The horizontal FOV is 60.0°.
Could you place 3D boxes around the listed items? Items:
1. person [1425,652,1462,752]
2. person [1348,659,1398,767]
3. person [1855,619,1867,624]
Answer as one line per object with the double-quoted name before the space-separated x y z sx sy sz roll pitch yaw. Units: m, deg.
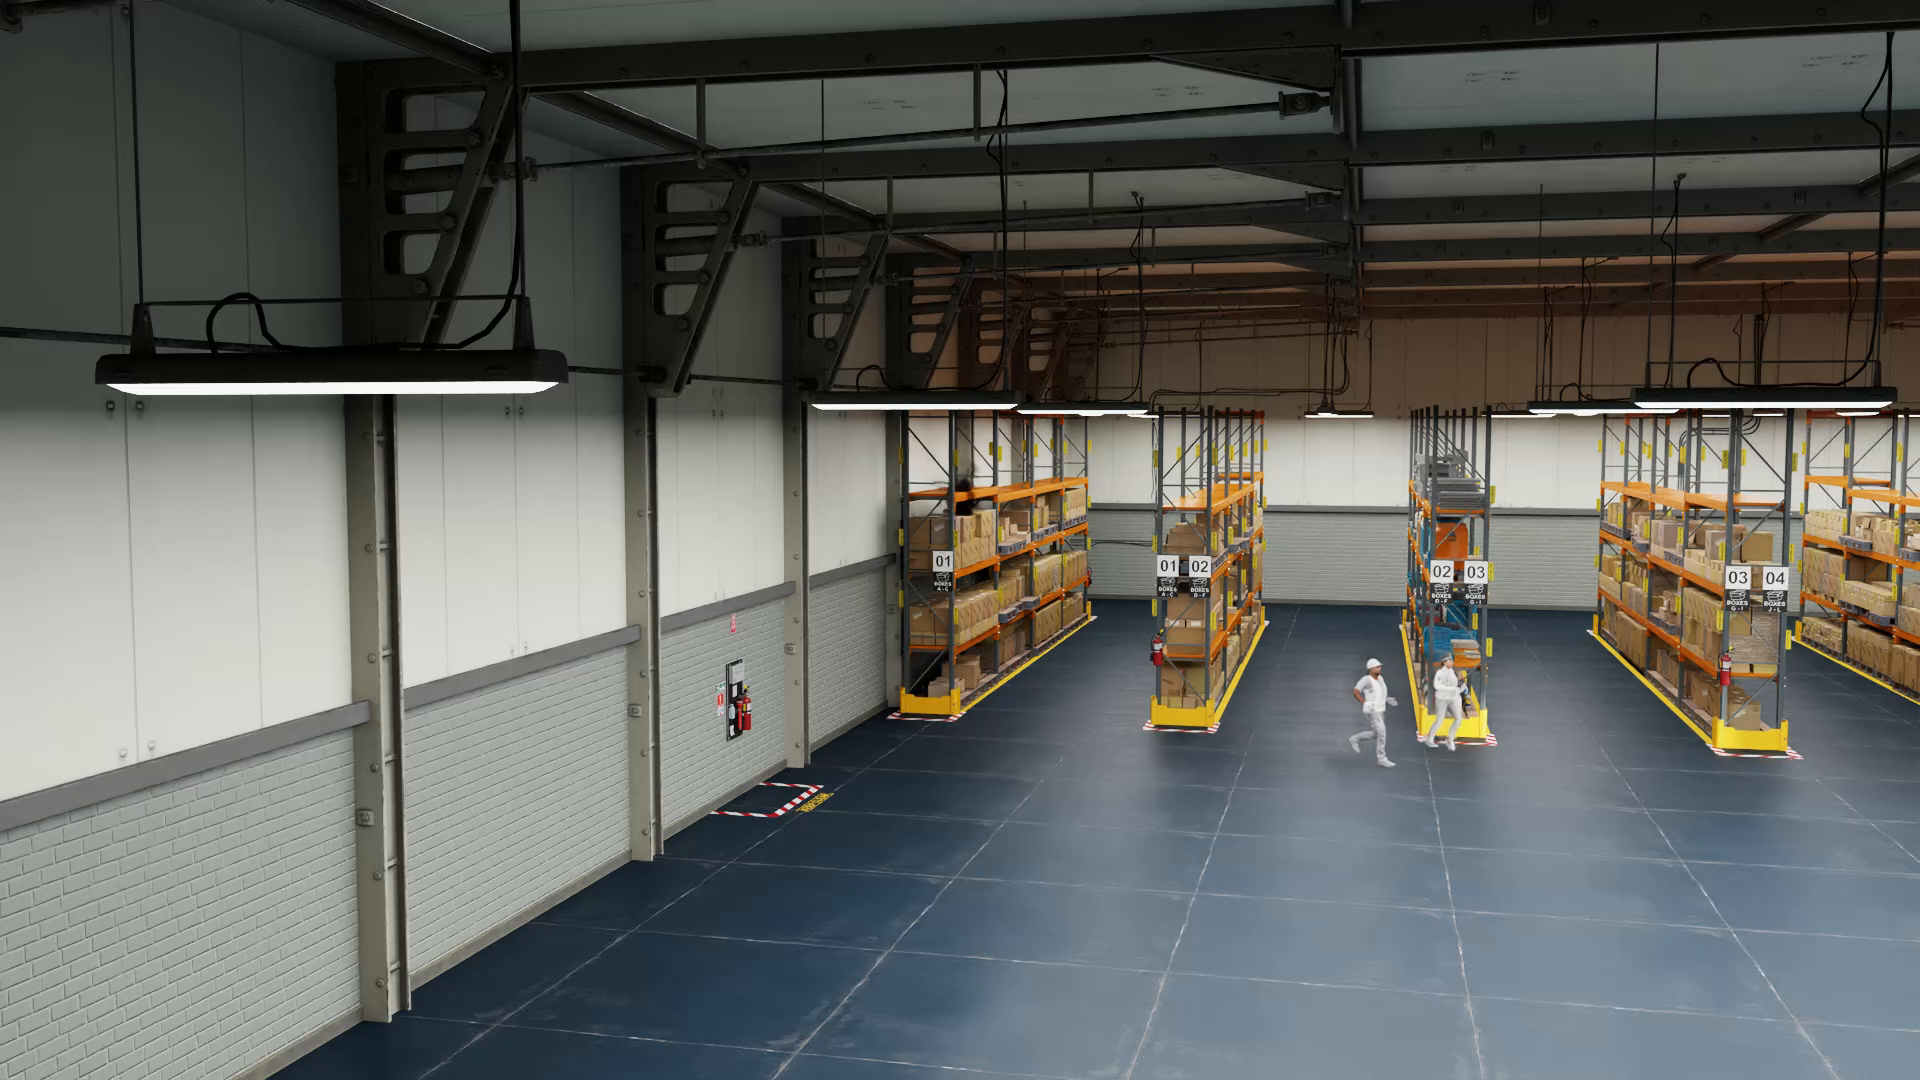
"person" 8.444 2.817 28.882 0.614 1.741 0.651 -3 5 -34
"person" 6.862 2.862 27.719 0.879 1.776 0.681 3 5 38
"person" 23.869 1.774 43.913 0.583 1.625 0.544 0 4 -6
